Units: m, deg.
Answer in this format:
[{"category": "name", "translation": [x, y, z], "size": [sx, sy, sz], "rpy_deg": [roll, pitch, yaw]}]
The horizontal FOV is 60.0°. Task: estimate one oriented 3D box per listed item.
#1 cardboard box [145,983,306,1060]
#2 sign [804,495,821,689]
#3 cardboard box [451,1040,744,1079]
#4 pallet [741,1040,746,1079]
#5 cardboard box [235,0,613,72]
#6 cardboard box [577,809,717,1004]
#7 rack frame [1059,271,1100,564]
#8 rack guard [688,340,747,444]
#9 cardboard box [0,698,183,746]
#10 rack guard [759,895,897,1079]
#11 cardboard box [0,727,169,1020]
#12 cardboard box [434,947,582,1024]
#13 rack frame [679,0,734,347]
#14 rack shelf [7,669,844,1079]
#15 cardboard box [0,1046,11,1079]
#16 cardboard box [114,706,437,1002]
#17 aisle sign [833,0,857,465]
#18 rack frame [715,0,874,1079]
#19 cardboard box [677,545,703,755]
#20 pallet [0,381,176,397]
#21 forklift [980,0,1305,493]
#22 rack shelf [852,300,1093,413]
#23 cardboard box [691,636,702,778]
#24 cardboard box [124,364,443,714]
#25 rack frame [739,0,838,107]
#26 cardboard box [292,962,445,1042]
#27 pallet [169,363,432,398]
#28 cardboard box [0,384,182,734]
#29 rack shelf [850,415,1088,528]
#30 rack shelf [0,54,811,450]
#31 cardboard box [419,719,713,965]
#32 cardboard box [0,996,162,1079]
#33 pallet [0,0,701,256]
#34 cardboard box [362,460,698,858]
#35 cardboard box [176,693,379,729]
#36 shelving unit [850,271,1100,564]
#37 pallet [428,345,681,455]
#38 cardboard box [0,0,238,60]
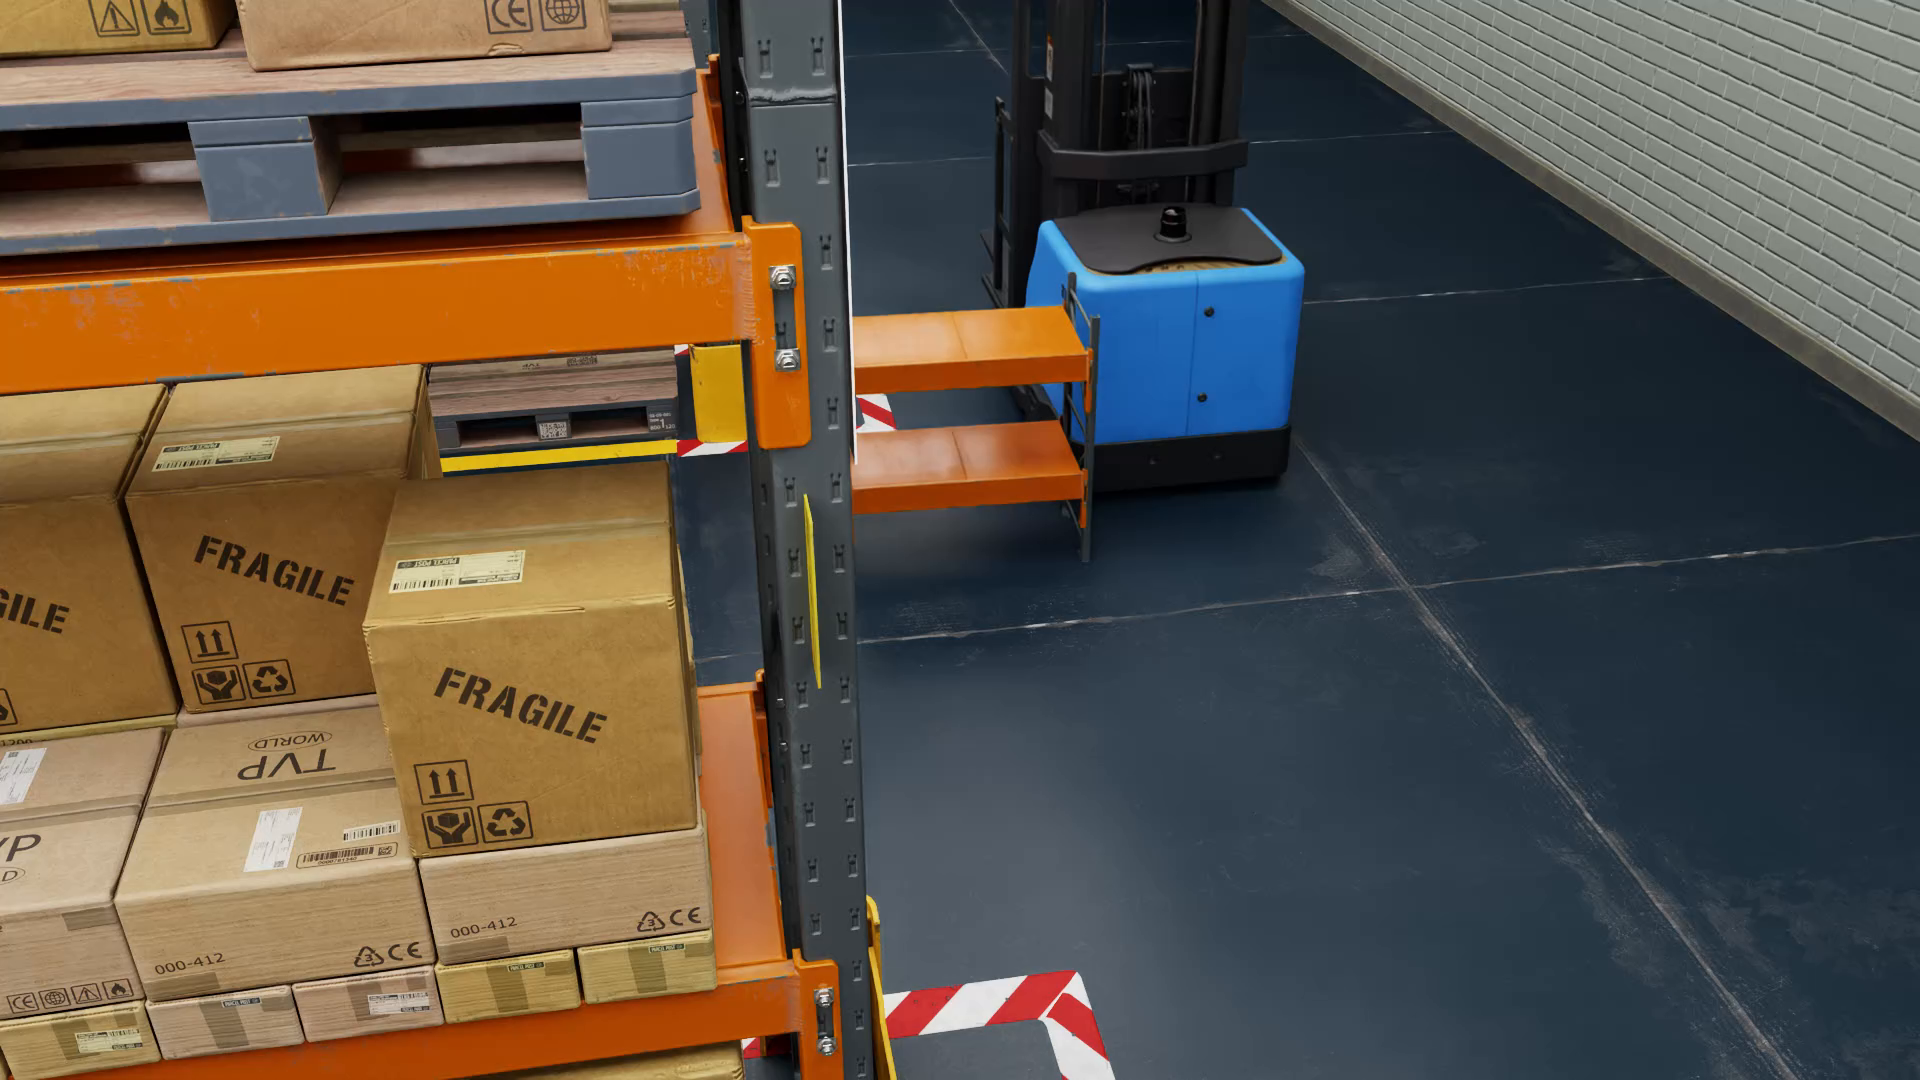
[{"category": "cardboard box", "translation": [-1.370, 0.791, 3.193], "size": [0.250, 0.149, 0.380], "rpy_deg": [-5, 31, -8]}, {"category": "sign", "translation": [-0.246, 0.087, 2.766], "size": [0.005, 0.325, 0.100], "rpy_deg": [-5, 31, -9]}, {"category": "cardboard box", "translation": [-0.945, 1.250, 3.847], "size": [0.875, 0.875, 0.875], "rpy_deg": [-5, 31, -9]}, {"category": "pallet", "translation": [-1.102, 1.731, 4.098], "size": [1.213, 0.211, 1.003], "rpy_deg": [-5, 31, -9]}, {"category": "cardboard box", "translation": [-0.832, -1.069, 2.538], "size": [0.500, 0.500, 0.700], "rpy_deg": [-7, 31, -12]}, {"category": "cardboard box", "translation": [-0.621, 0.722, 3.311], "size": [0.250, 0.149, 0.380], "rpy_deg": [-5, 31, -8]}, {"category": "rack frame", "translation": [0.499, -0.510, 7.008], "size": [0.032, 1.125, 0.500], "rpy_deg": [-4, 31, -7]}, {"category": "rack guard", "translation": [-1.201, -0.984, 8.430], "size": [0.348, 0.500, 1.175], "rpy_deg": [-5, 31, -9]}, {"category": "cardboard box", "translation": [-1.855, 0.357, 3.537], "size": [0.500, 0.250, 0.500], "rpy_deg": [-6, 31, -11]}, {"category": "rack guard", "translation": [-0.306, 1.492, 4.219], "size": [0.348, 0.500, 1.175], "rpy_deg": [-5, 31, -9]}, {"category": "cardboard box", "translation": [-1.758, 0.622, 3.087], "size": [0.500, 0.250, 0.500], "rpy_deg": [-6, 31, -11]}, {"category": "cardboard box", "translation": [-0.876, 0.746, 3.269], "size": [0.250, 0.149, 0.380], "rpy_deg": [-5, 31, -8]}, {"category": "rack frame", "translation": [-1.222, -2.053, 7.781], "size": [0.127, 3.000, 1.000], "rpy_deg": [-5, 31, -9]}, {"category": "rack shelf", "translation": [-2.297, 0.910, 3.454], "size": [4.000, 0.370, 1.077], "rpy_deg": [-5, 31, -9]}, {"category": "cardboard box", "translation": [-1.880, 0.840, 3.110], "size": [0.250, 0.149, 0.380], "rpy_deg": [-5, 31, -9]}, {"category": "cardboard box", "translation": [-1.258, 0.576, 3.166], "size": [0.500, 0.250, 0.500], "rpy_deg": [-6, 31, -10]}, {"category": "aisle sign", "translation": [-0.205, -0.561, 2.680], "size": [0.004, 0.787, 0.394], "rpy_deg": [-5, 31, -9]}, {"category": "rack frame", "translation": [-0.330, 0.417, 3.582], "size": [0.127, 3.000, 1.000], "rpy_deg": [-5, 31, -9]}, {"category": "cardboard box", "translation": [-0.850, 0.262, 3.699], "size": [0.500, 0.250, 0.500], "rpy_deg": [-6, 31, -10]}, {"category": "pallet", "translation": [-4.440, -0.572, 8.014], "size": [1.213, 0.211, 1.003], "rpy_deg": [-5, 31, -9]}, {"category": "forklift", "translation": [0.735, -2.207, 8.112], "size": [1.130, 2.935, 3.031], "rpy_deg": [-5, 31, -9]}, {"category": "rack shelf", "translation": [-0.004, -0.725, 6.796], "size": [1.000, 0.278, 0.538], "rpy_deg": [-4, 31, -7]}, {"category": "cardboard box", "translation": [-0.738, 0.393, 3.870], "size": [0.250, 0.149, 0.380], "rpy_deg": [-5, 31, -8]}, {"category": "cardboard box", "translation": [-1.342, -0.015, 3.431], "size": [0.500, 0.500, 0.500], "rpy_deg": [-6, 31, -10]}, {"category": "rack frame", "translation": [-0.330, -2.169, 2.061], "size": [0.127, 3.000, 1.000], "rpy_deg": [-5, 31, -9]}, {"category": "cardboard box", "translation": [-1.124, 0.769, 3.231], "size": [0.250, 0.149, 0.380], "rpy_deg": [-5, 31, -9]}, {"category": "pallet", "translation": [-3.238, -0.685, 8.207], "size": [1.213, 0.211, 1.003], "rpy_deg": [-5, 31, -9]}, {"category": "cardboard box", "translation": [-1.851, 0.035, 3.345], "size": [0.500, 0.500, 0.500], "rpy_deg": [-6, 31, -10]}, {"category": "rack shelf", "translation": [-0.004, -0.262, 7.069], "size": [1.000, 0.278, 0.538], "rpy_deg": [-4, 31, -7]}, {"category": "rack shelf", "translation": [-2.297, -0.383, 2.693], "size": [4.000, 0.370, 1.077], "rpy_deg": [-5, 31, -9]}, {"category": "cardboard box", "translation": [-0.759, 0.530, 3.244], "size": [0.500, 0.250, 0.500], "rpy_deg": [-6, 31, -10]}, {"category": "cardboard box", "translation": [-1.625, 0.816, 3.151], "size": [0.250, 0.149, 0.380], "rpy_deg": [-6, 31, -10]}, {"category": "pallet", "translation": [-1.058, -0.765, 2.720], "size": [1.213, 0.211, 1.003], "rpy_deg": [-5, 31, -9]}, {"category": "cardboard box", "translation": [-0.762, 0.206, 3.056], "size": [0.500, 0.500, 0.500], "rpy_deg": [-5, 31, -8]}, {"category": "cardboard box", "translation": [-1.361, 0.313, 3.612], "size": [0.500, 0.250, 0.500], "rpy_deg": [-6, 31, -10]}, {"category": "shelving unit", "translation": [-0.004, -0.473, 6.945], "size": [1.048, 1.125, 0.538], "rpy_deg": [-4, 31, -7]}, {"category": "pallet", "translation": [-2.040, -0.795, 8.393], "size": [1.213, 0.211, 1.003], "rpy_deg": [-5, 31, -9]}, {"category": "cardboard box", "translation": [-1.407, -1.078, 2.553], "size": [0.500, 0.500, 0.700], "rpy_deg": [-6, 31, -11]}]
